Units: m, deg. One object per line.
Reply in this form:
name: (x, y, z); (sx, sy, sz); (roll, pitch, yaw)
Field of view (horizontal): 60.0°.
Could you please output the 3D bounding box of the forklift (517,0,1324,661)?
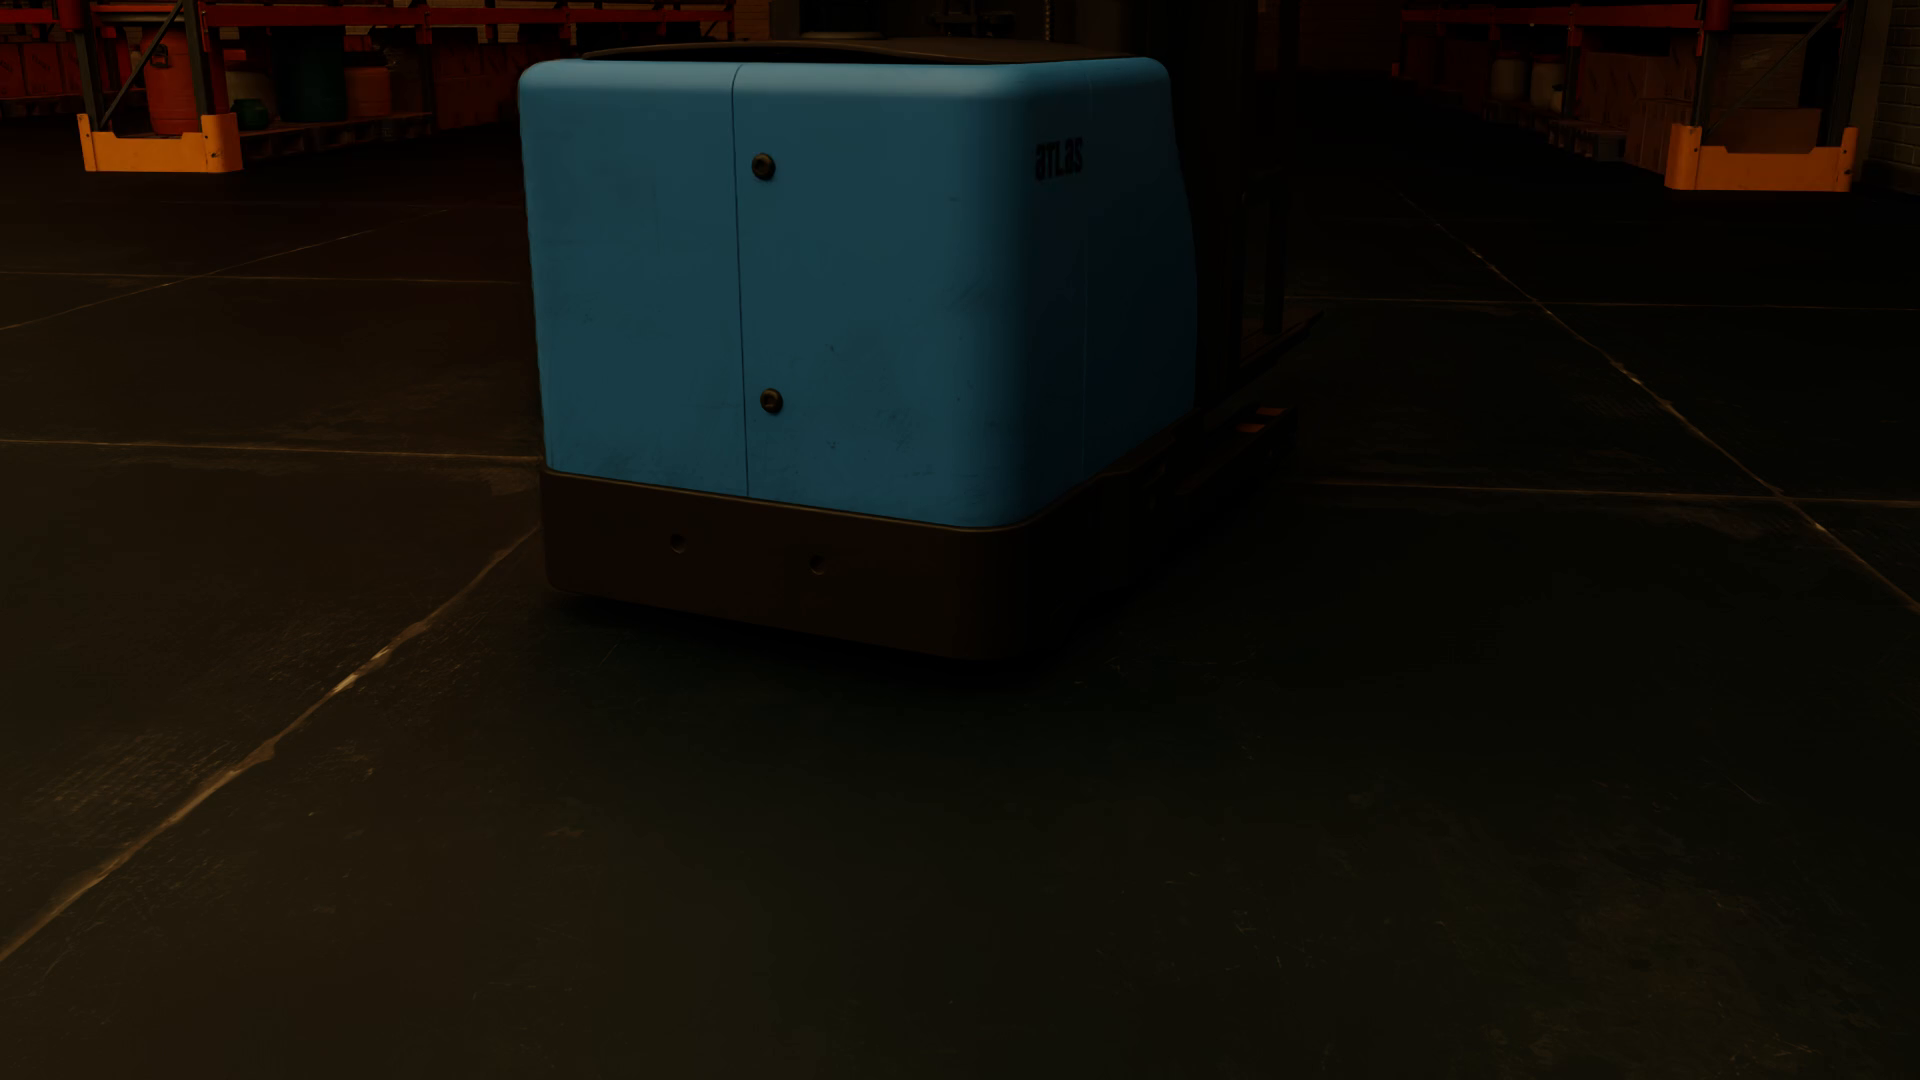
forklift: (0.255, -1.585, 3.978); (1.130, 2.935, 3.031); (8, 19, 24)
